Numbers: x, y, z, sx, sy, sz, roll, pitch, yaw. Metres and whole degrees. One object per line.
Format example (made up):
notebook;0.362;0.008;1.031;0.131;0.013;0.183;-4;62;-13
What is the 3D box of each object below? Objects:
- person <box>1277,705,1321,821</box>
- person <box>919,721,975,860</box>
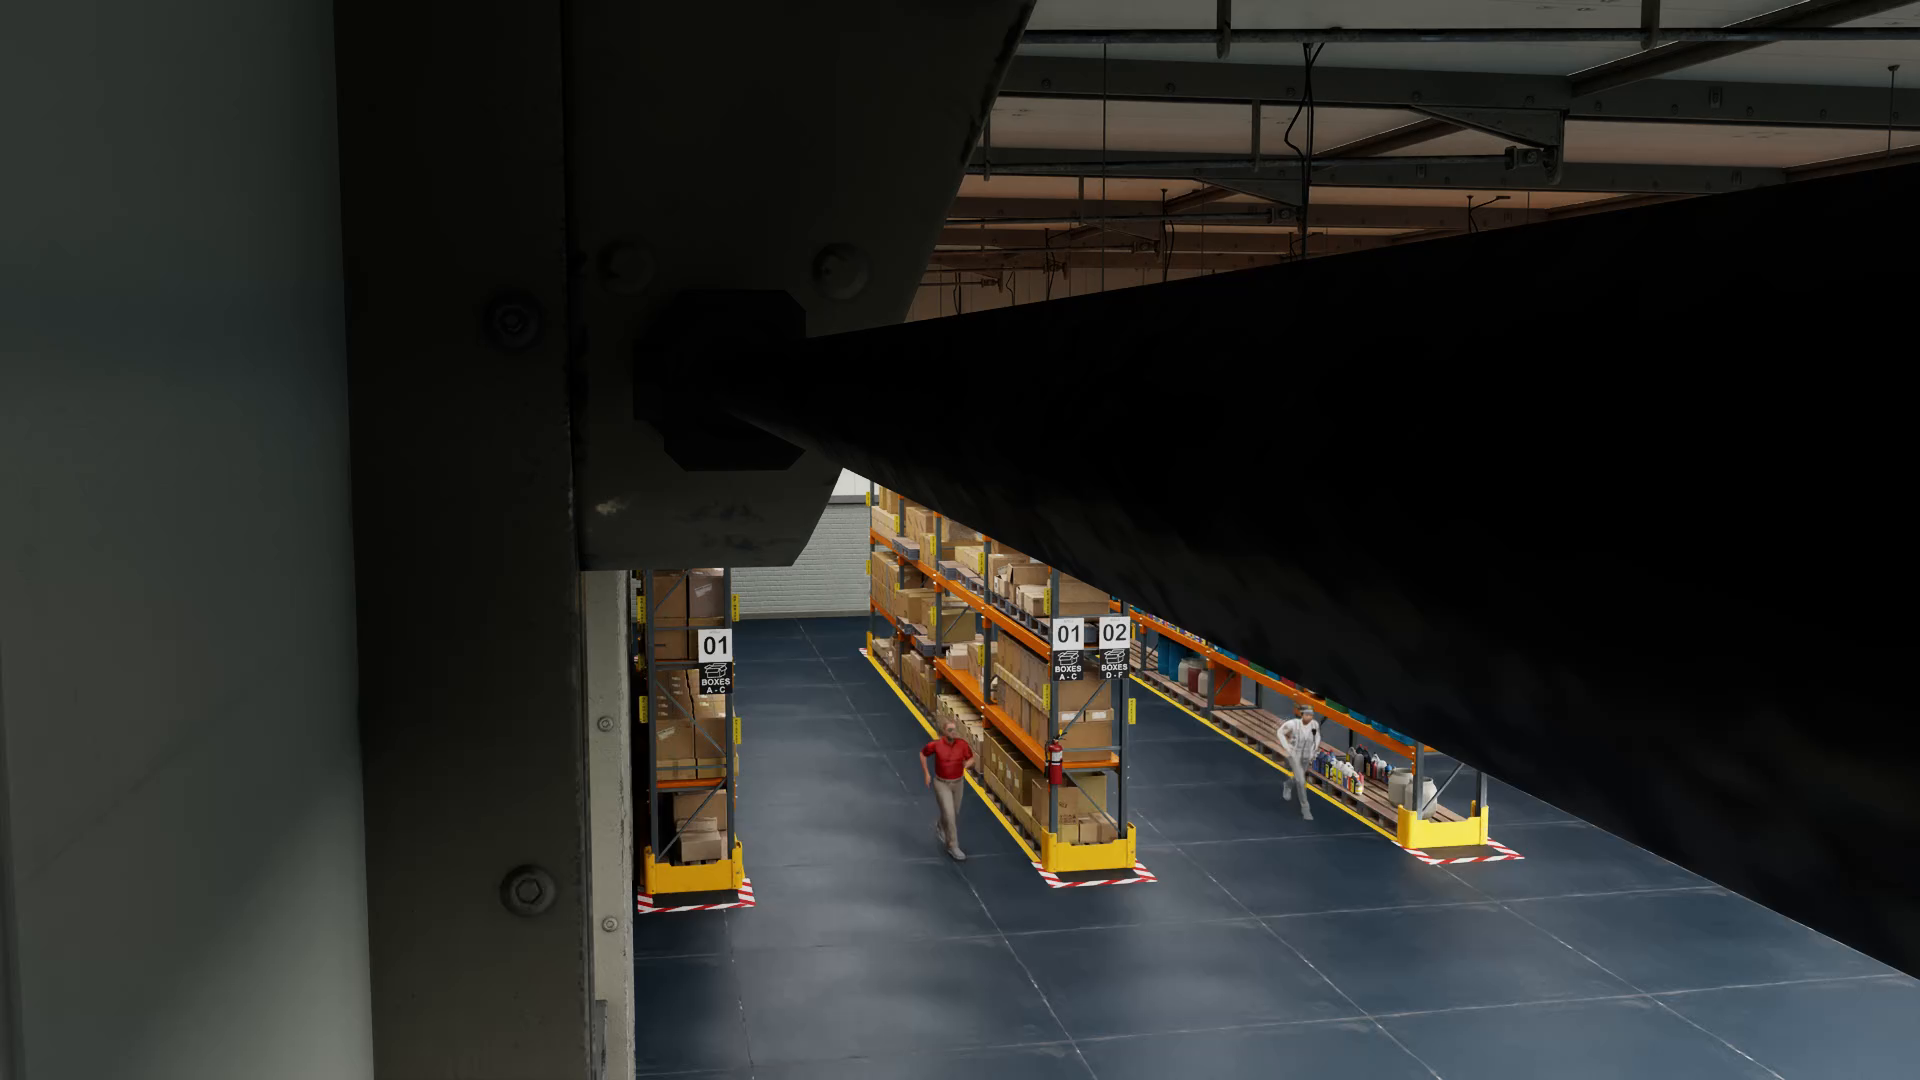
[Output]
person;4.767;3.084;23.578;0.631;1.669;0.908;-1;6;-10
person;-0.147;3.190;21.627;0.660;1.722;0.990;-3;7;-25
